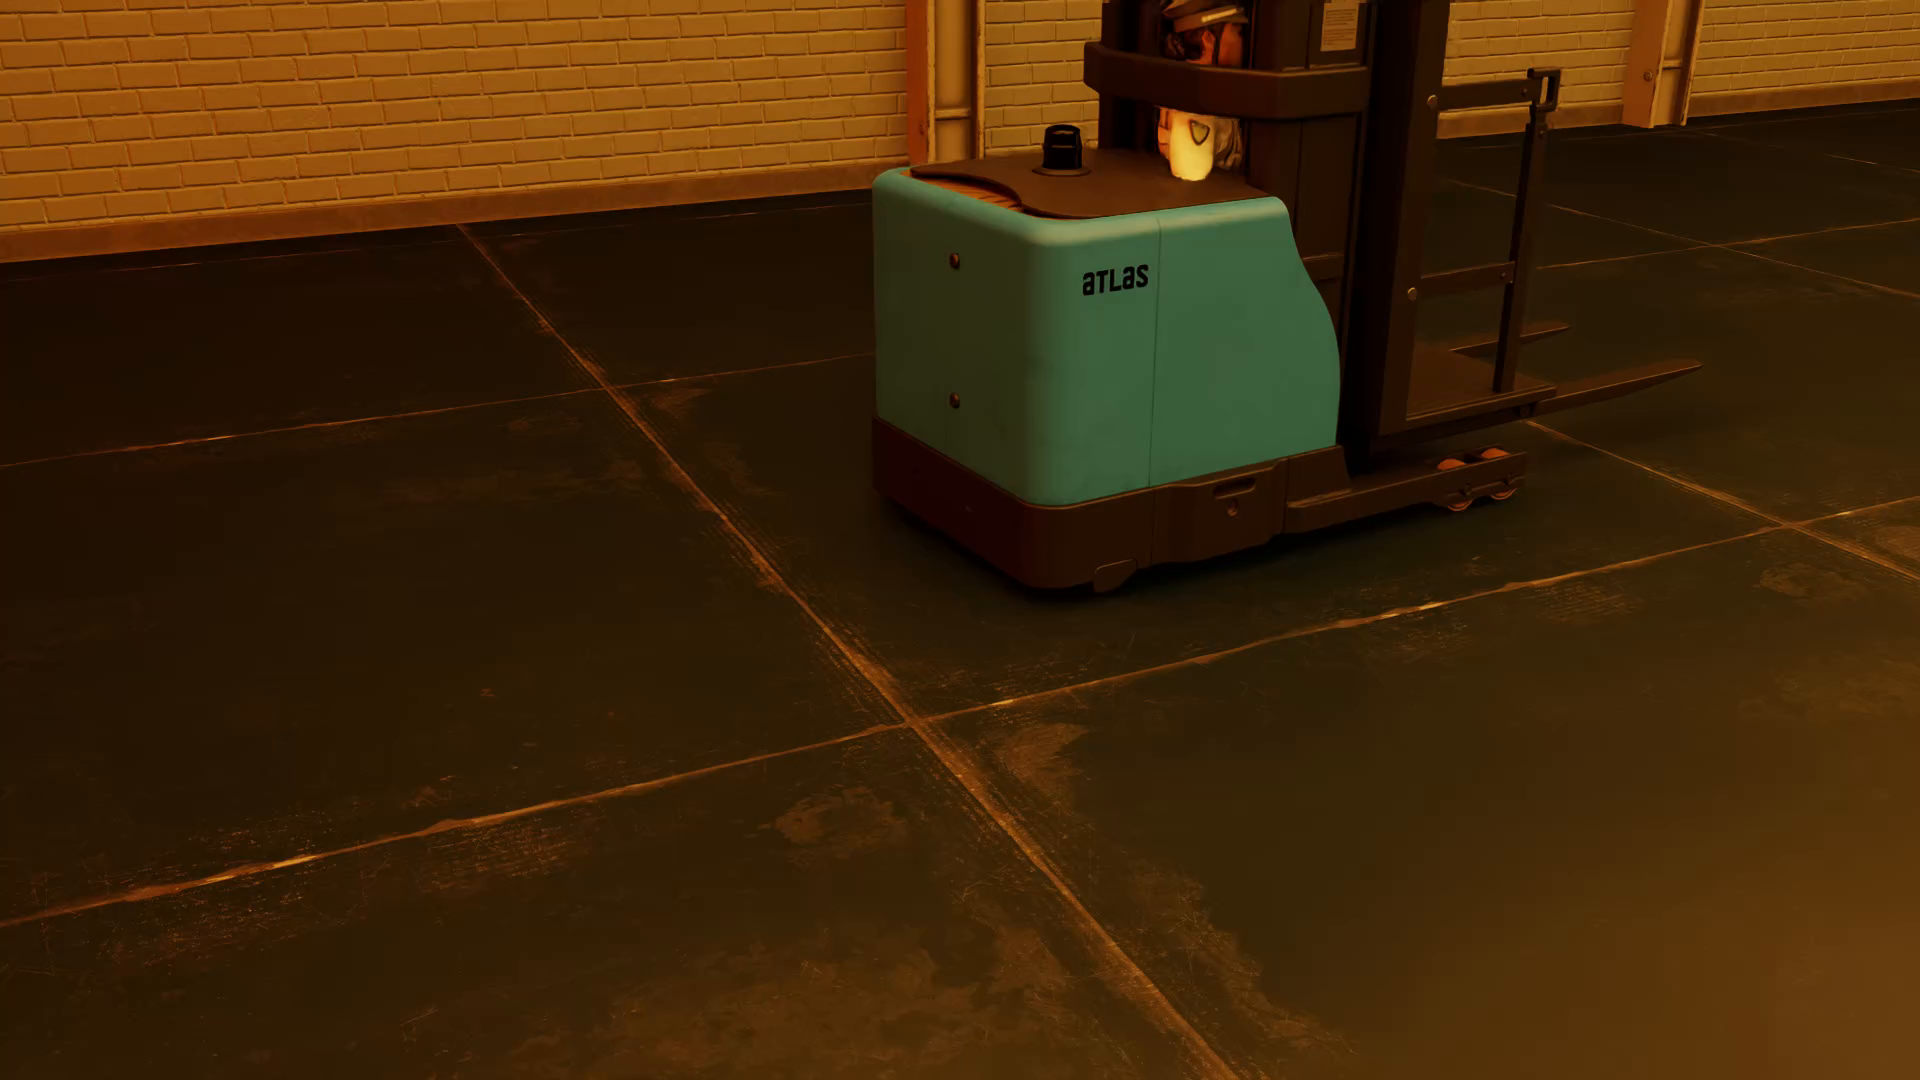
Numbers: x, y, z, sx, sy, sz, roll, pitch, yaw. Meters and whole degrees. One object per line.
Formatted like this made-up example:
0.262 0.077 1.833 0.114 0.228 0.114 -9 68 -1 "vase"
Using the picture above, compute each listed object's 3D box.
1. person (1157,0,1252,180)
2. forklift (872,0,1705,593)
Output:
0.876 -0.879 5.137 0.580 1.619 0.835 6 23 13 "person"
1.252 -1.605 5.151 3.031 2.935 1.130 -13 26 -28 "forklift"
